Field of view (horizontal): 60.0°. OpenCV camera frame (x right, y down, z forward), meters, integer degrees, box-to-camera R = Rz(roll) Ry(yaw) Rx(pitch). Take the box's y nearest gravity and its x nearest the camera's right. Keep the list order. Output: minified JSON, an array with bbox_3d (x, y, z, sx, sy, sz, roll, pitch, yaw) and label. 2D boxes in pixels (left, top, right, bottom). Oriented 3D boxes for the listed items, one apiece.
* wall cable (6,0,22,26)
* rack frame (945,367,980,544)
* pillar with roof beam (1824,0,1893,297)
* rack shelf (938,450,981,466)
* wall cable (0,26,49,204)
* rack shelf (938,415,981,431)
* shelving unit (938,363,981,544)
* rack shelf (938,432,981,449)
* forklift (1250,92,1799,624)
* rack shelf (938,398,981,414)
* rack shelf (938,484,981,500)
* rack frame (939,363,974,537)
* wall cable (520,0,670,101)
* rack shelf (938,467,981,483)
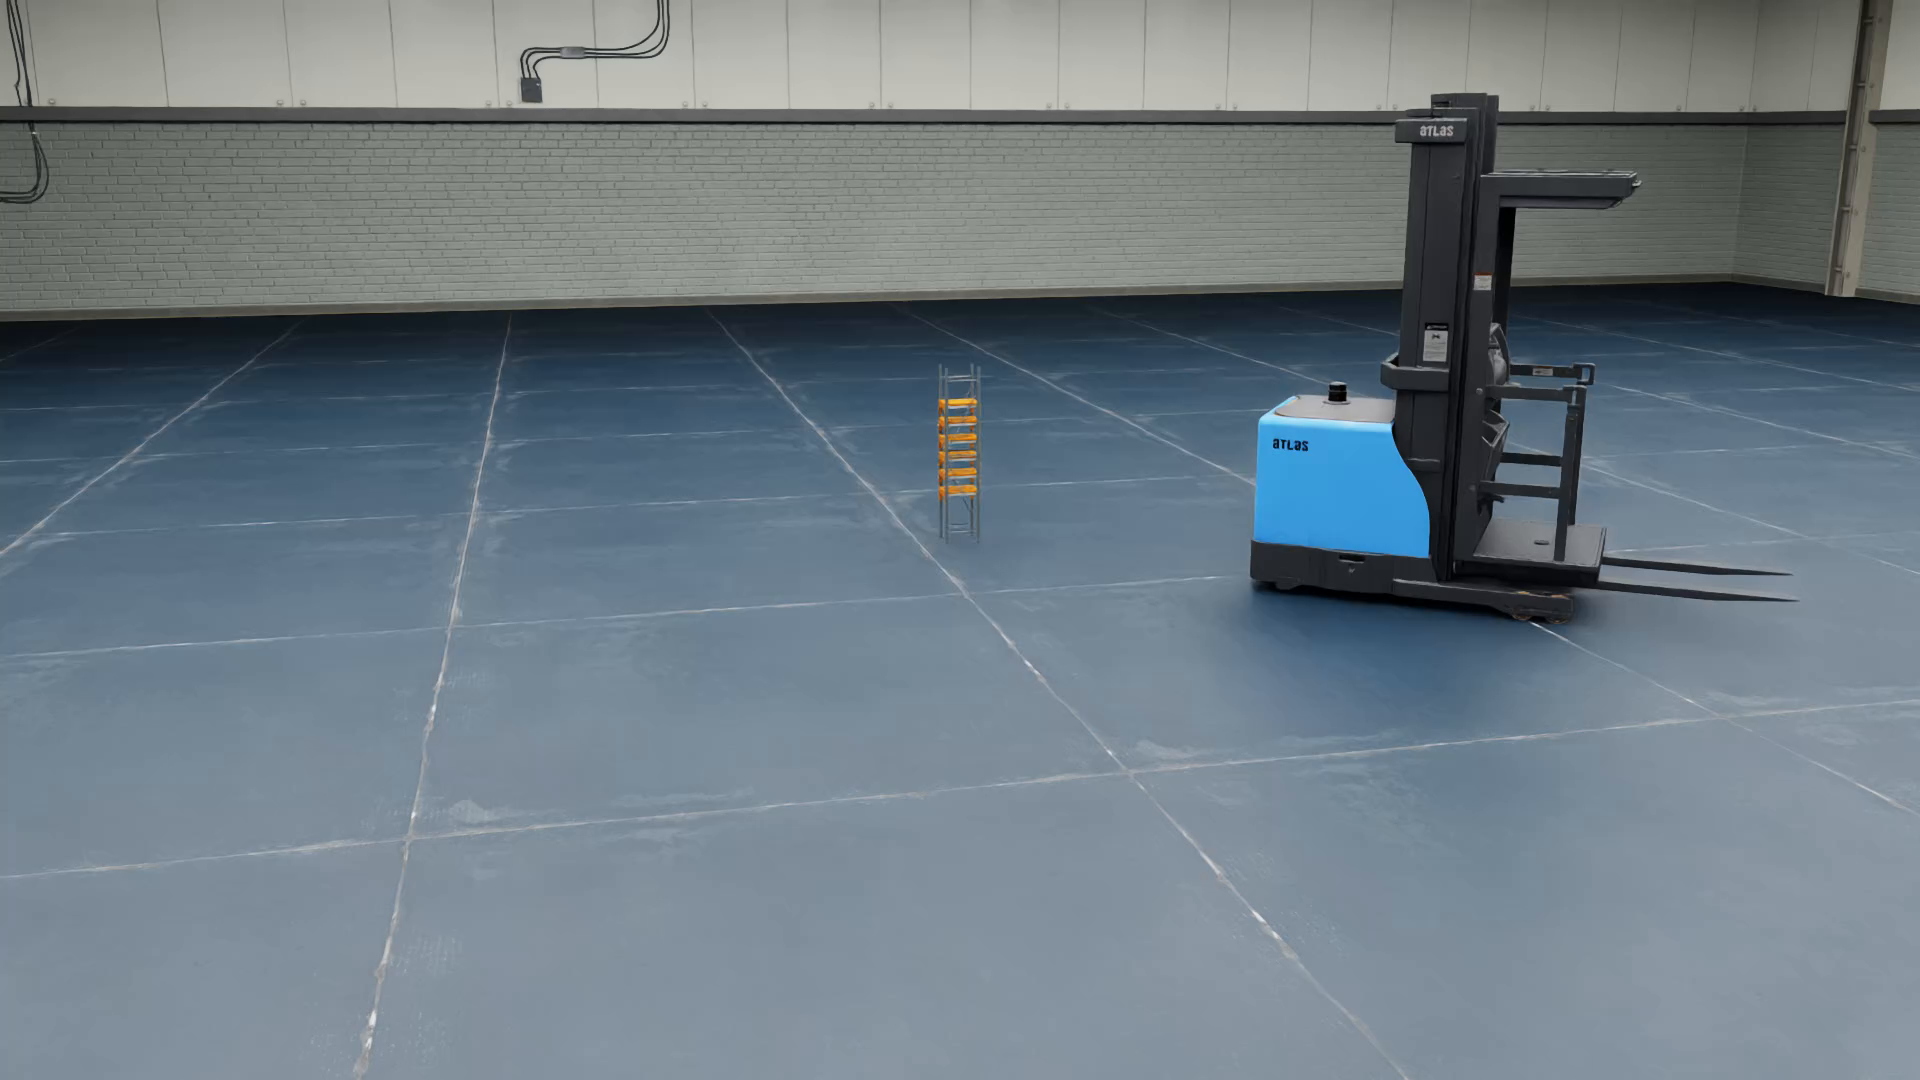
[{"bbox_3d":[-12.240,-8.669,23.851,3.097,2.526,0.112,-3,14,-13],"label":"wall cable"},{"bbox_3d":[0.018,-0.565,11.212,0.240,1.200,0.006,-3,14,-13],"label":"rack frame"},{"bbox_3d":[10.972,-8.336,26.586,9.100,9.000,0.400,-3,14,-13],"label":"pillar with roof beam"},{"bbox_3d":[-0.003,-0.543,11.309,0.258,0.103,0.180,-3,14,-13],"label":"rack shelf"},{"bbox_3d":[-14.869,-6.065,23.833,3.097,2.526,0.112,-3,14,-13],"label":"wall cable"},{"bbox_3d":[-0.003,-0.776,11.252,0.258,0.103,0.180,-3,14,-13],"label":"rack shelf"},{"bbox_3d":[-0.003,-0.586,11.298,0.258,1.200,0.189,-3,14,-13],"label":"shelving unit"},{"bbox_3d":[-0.003,-0.660,11.280,0.258,0.103,0.180,-3,14,-13],"label":"rack shelf"},{"bbox_3d":[3.344,-1.088,9.706,3.031,2.935,1.130,6,15,22],"label":"forklift"},{"bbox_3d":[-0.003,-0.893,11.223,0.258,0.103,0.180,-3,14,-13],"label":"rack shelf"},{"bbox_3d":[-0.003,-0.310,11.366,0.258,0.103,0.180,-3,14,-13],"label":"rack shelf"},{"bbox_3d":[-0.025,-0.607,11.385,0.240,1.200,0.006,-3,14,-13],"label":"rack frame"},{"bbox_3d":[-5.638,-9.751,25.212,2.305,6.003,0.169,-3,14,-13],"label":"wall cable"},{"bbox_3d":[-0.003,-0.426,11.337,0.258,0.103,0.180,-3,14,-13],"label":"rack shelf"}]
